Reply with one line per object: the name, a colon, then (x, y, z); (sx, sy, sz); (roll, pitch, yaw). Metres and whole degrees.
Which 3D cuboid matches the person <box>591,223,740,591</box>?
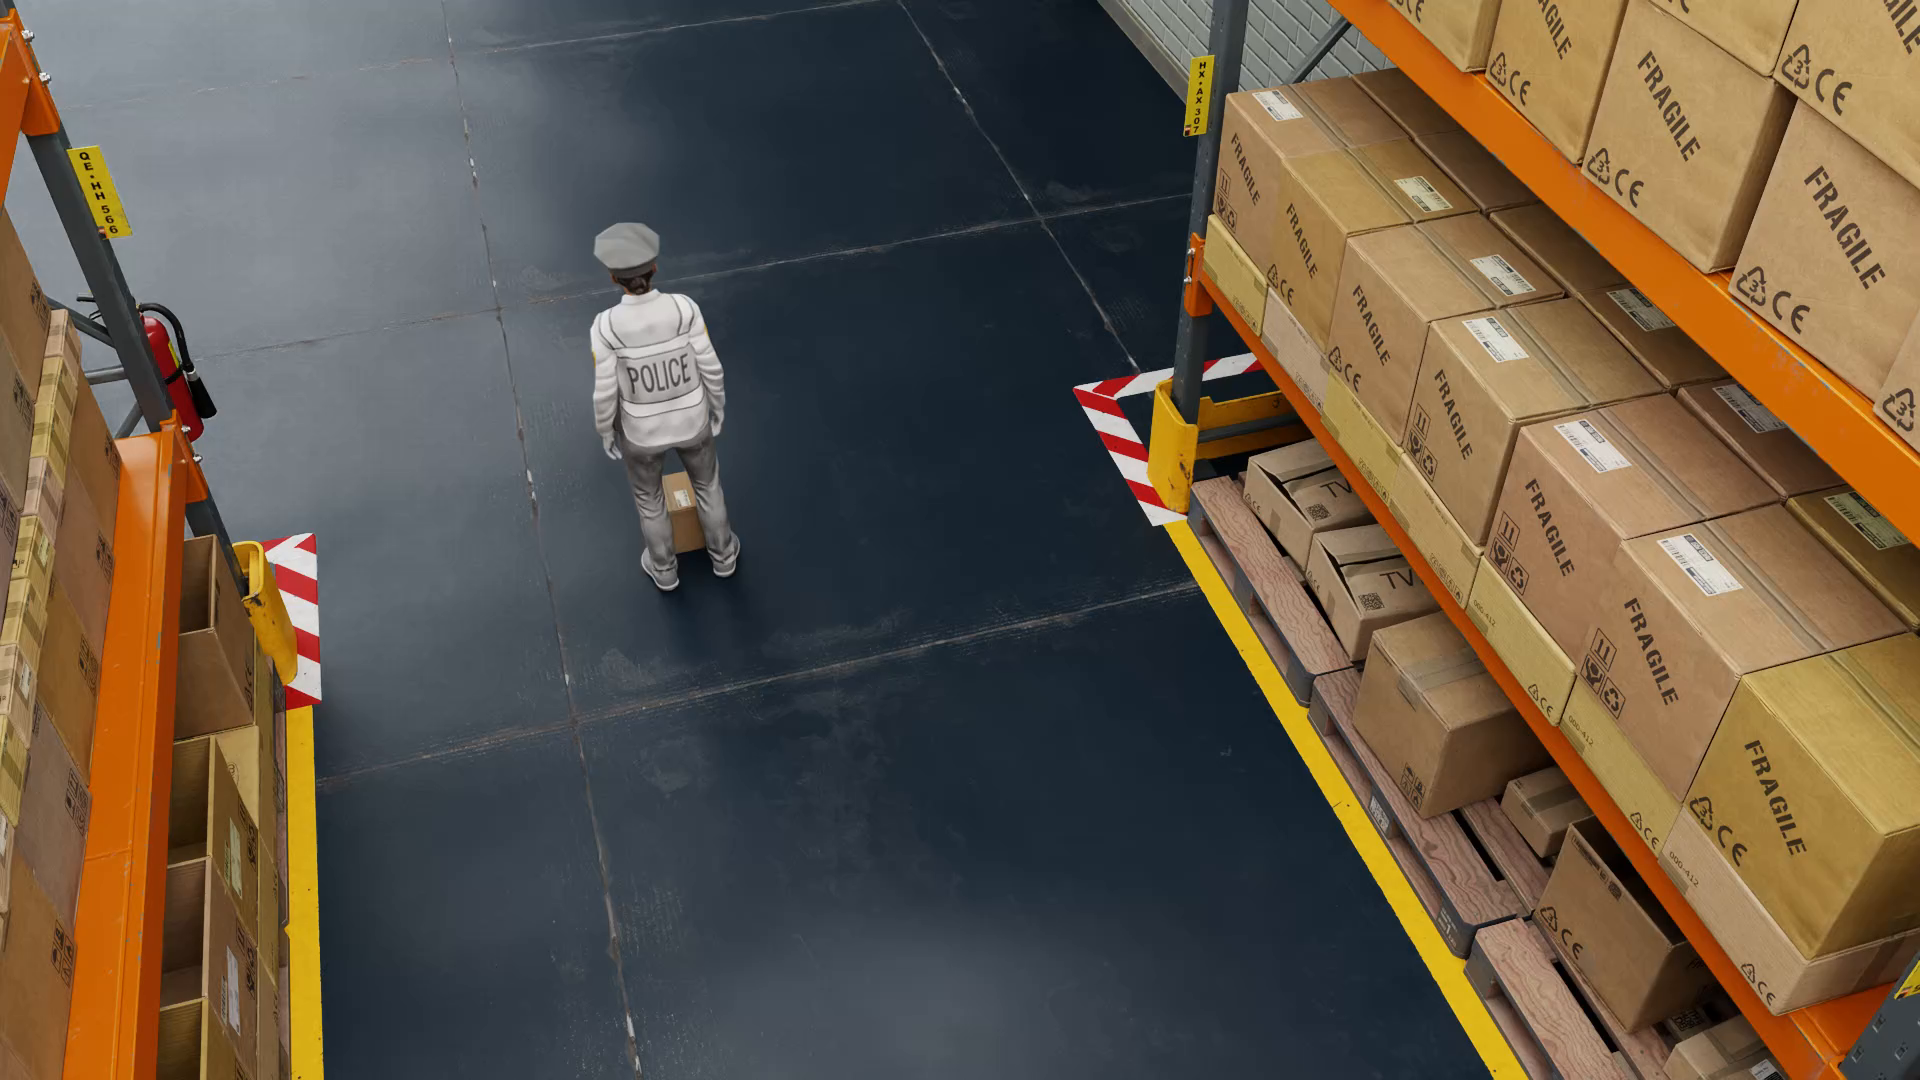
person: (-1.194, -0.477, 6.679); (0.528, 1.662, 0.375); (-14, 44, -15)
